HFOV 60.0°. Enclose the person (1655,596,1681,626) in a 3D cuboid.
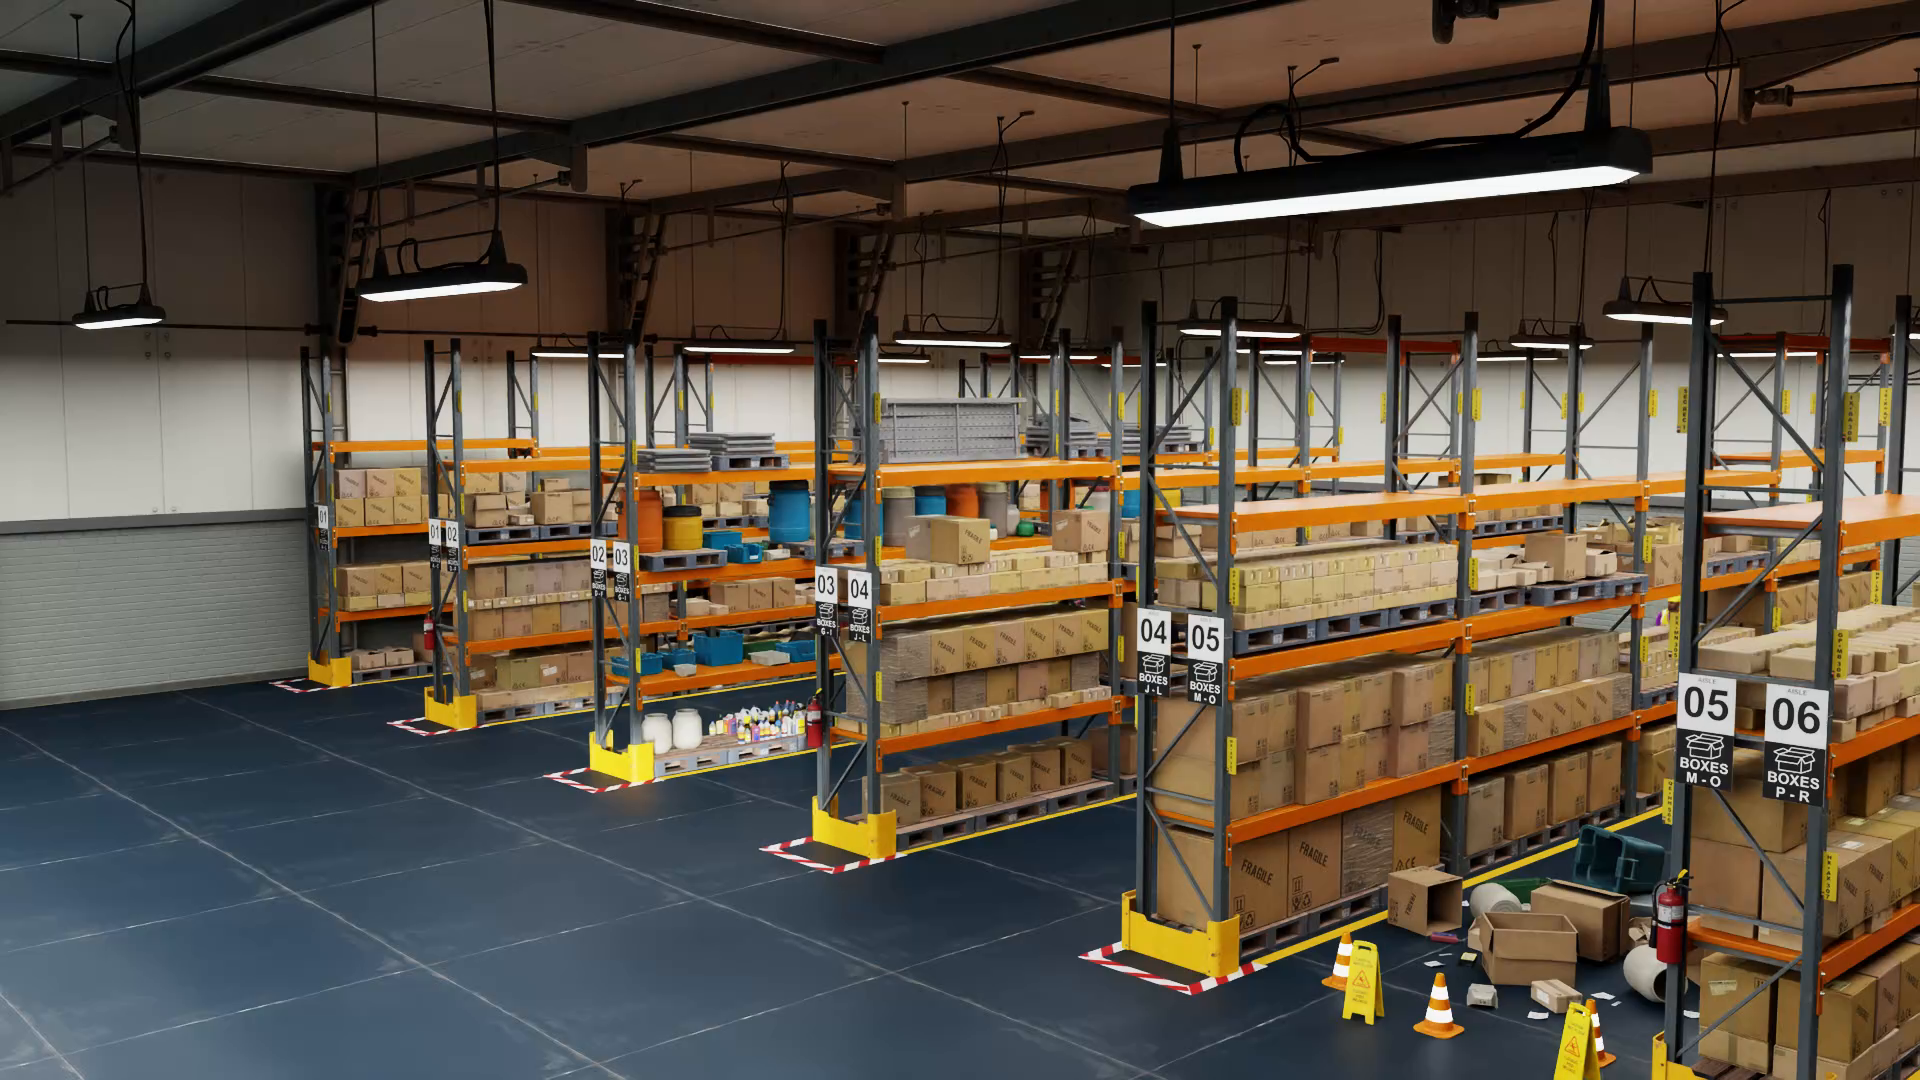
[{"bbox_3d":[12.256,1.464,28.633,0.662,1.071,0.408,5,7,44],"label":"person"}]
